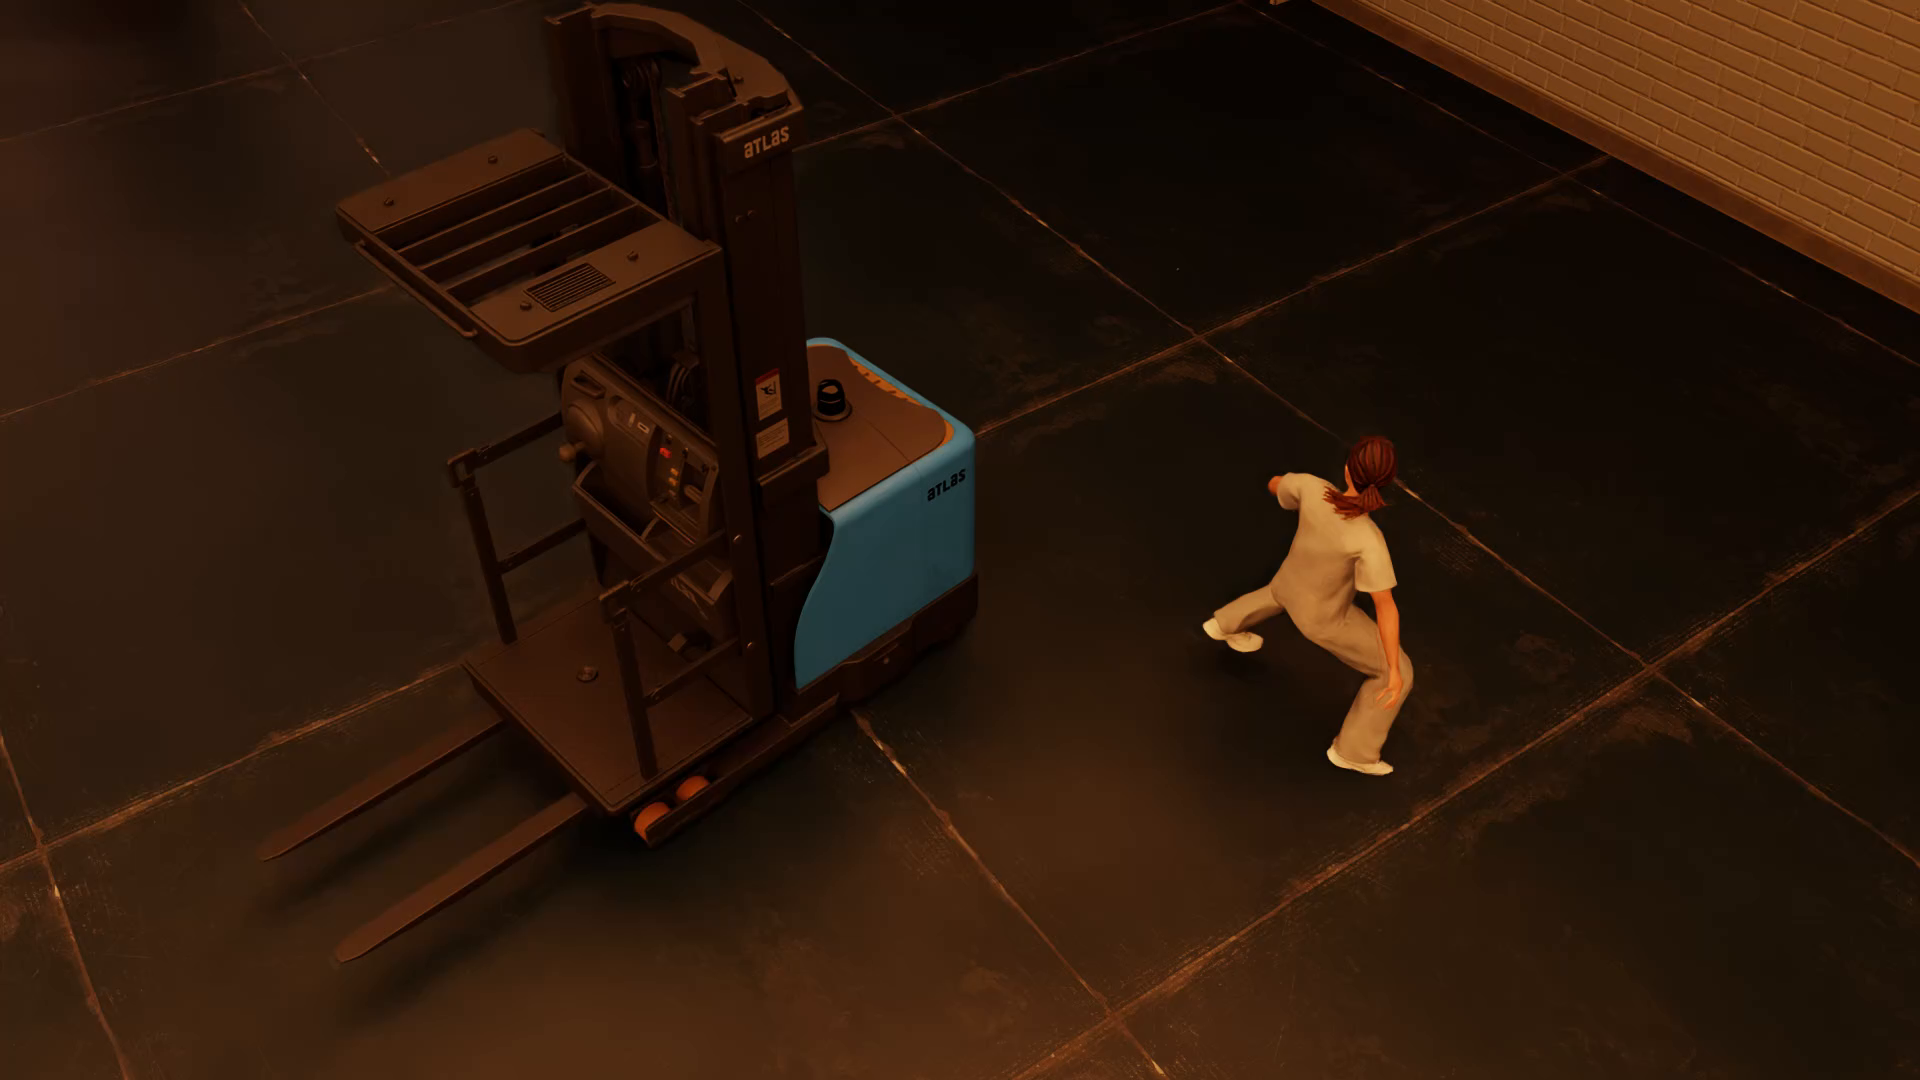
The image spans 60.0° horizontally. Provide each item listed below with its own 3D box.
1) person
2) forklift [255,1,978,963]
[{"bbox_3d":[1.468,0.240,6.539,0.507,1.566,1.059,-17,45,-17],"label":"person"},{"bbox_3d":[-1.336,-0.279,6.018,3.031,2.935,1.130,-33,52,-30],"label":"forklift"}]
